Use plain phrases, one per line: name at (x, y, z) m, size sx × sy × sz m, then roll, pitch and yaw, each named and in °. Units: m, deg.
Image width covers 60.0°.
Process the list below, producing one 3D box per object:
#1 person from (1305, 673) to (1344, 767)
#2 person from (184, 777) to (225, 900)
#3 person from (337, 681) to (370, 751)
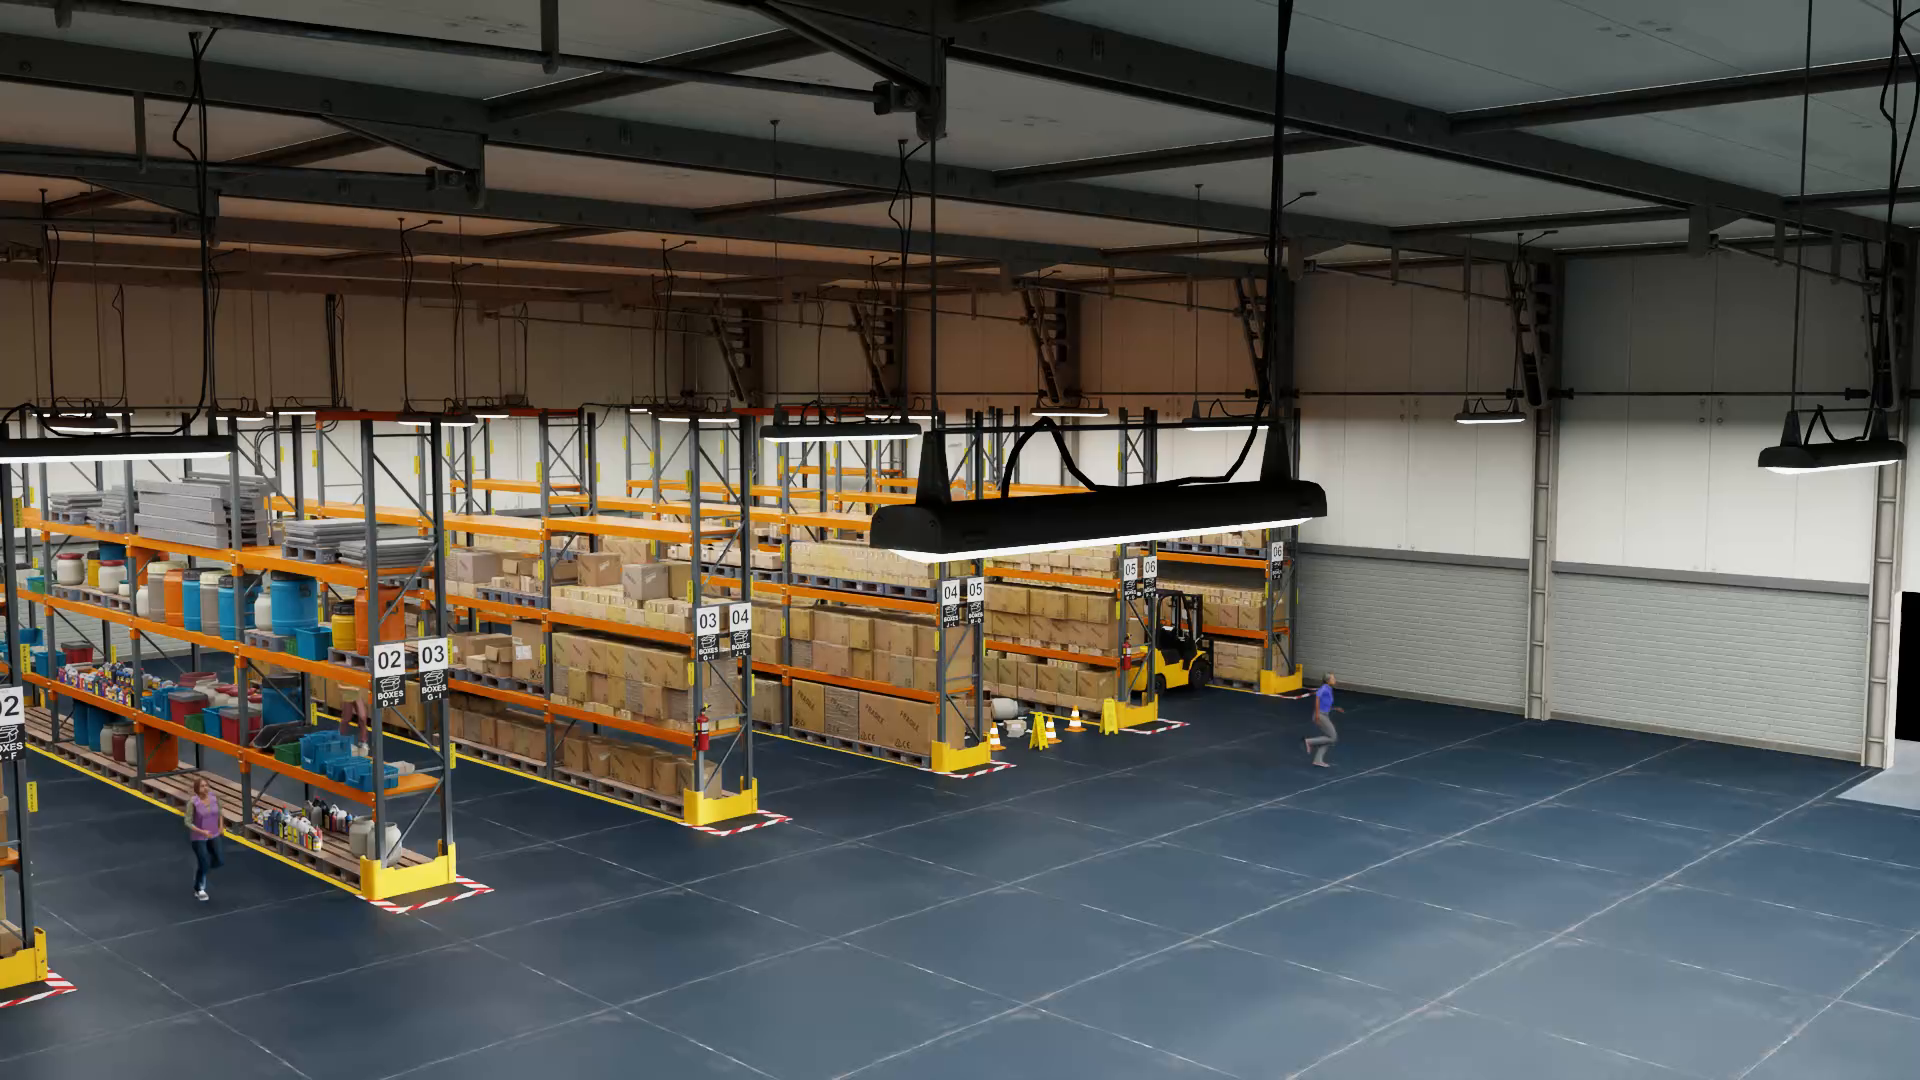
person at (6.188, 3.060, 28.196) m, size 0.642 × 1.594 × 0.615 m, roll 1°, pitch 5°, yaw 10°
person at (-9.408, 3.724, 20.775) m, size 0.605 × 1.558 × 0.560 m, roll 4°, pitch 6°, yaw 38°
person at (-10.840, 2.871, 29.585) m, size 0.529 × 1.696 × 0.887 m, roll -5°, pitch 7°, yaw -44°
